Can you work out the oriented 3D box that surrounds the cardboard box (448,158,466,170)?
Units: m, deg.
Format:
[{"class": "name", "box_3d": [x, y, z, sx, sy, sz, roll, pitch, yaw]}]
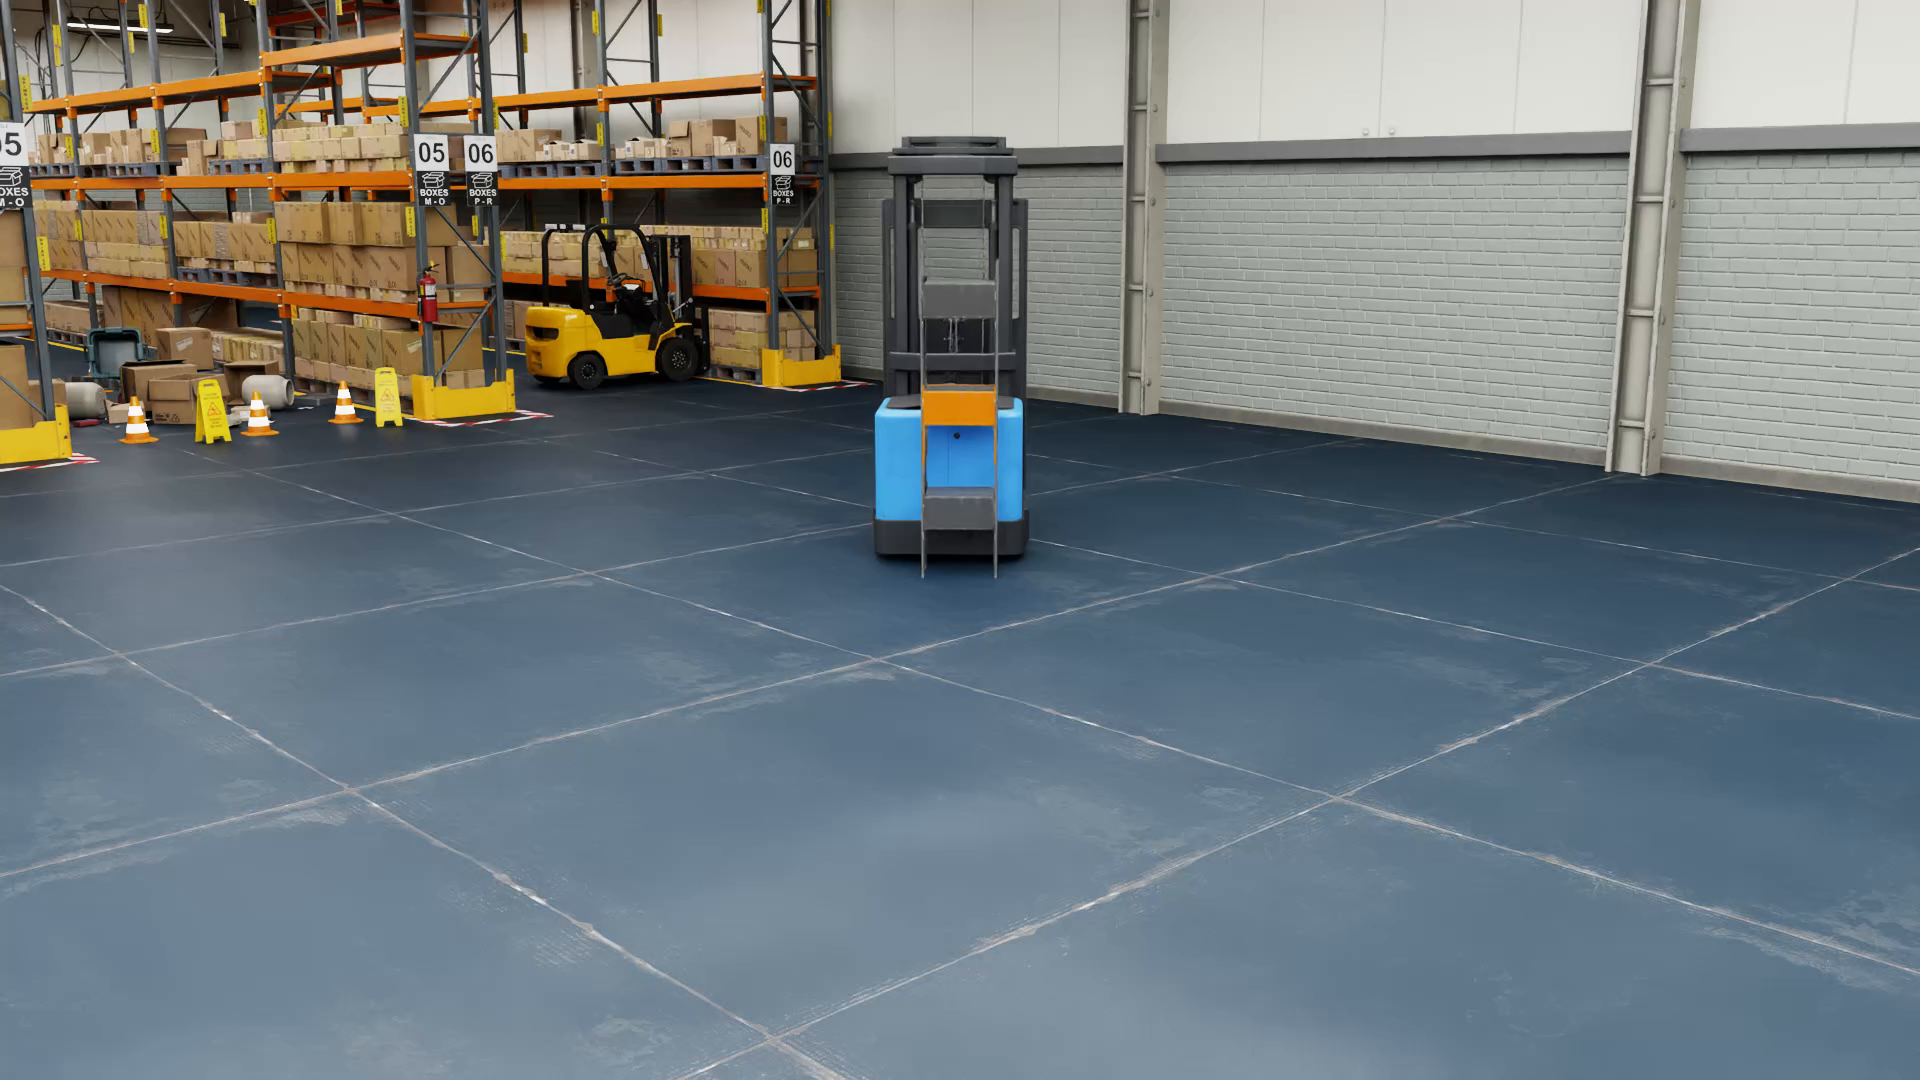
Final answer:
[{"class": "cardboard box", "box_3d": [-5.768, -4.378, 19.419, 0.380, 0.149, 0.250, -11, 16, -42]}]

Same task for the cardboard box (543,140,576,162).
[{"class": "cardboard box", "box_3d": [-6.155, -6.079, 25.981, 0.500, 0.311, 0.500, 11, 16, 43]}]

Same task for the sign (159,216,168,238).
[{"class": "sign", "box_3d": [-11.698, -4.596, 24.414, 0.100, 0.325, 0.005, -11, 16, -43]}]

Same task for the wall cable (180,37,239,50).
[{"class": "wall cable", "box_3d": [-16.208, -12.630, 37.633, 2.988, 3.039, 0.133, -11, 16, -43]}]

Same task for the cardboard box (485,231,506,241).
[{"class": "cardboard box", "box_3d": [-7.704, -5.078, 27.768, 0.380, 0.149, 0.250, -10, 15, -41]}]

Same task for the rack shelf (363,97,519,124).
[{"class": "rack shelf", "box_3d": [-9.093, -7.480, 29.193, 1.077, 0.370, 4.000, -11, 16, -43]}]

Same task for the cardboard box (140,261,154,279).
[{"class": "cardboard box", "box_3d": [-12.200, -4.143, 25.458, 0.500, 0.250, 0.500, -11, 16, -42]}]

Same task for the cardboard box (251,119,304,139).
[{"class": "cardboard box", "box_3d": [-9.029, -5.436, 22.019, 0.500, 0.250, 0.500, -10, 16, -41]}]

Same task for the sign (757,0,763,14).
[{"class": "sign", "box_3d": [-2.589, -6.992, 21.537, 0.100, 0.325, 0.005, -11, 16, -43]}]

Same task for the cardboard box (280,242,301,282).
[{"class": "cardboard box", "box_3d": [-8.434, -3.614, 21.535, 0.500, 0.500, 0.500, -11, 16, -43]}]

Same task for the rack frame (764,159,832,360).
[{"class": "rack frame", "box_3d": [-2.187, -3.631, 22.602, 1.000, 3.000, 0.127, -11, 16, -43]}]

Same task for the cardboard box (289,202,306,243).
[{"class": "cardboard box", "box_3d": [-8.053, -4.035, 21.099, 0.700, 0.500, 0.500, -11, 16, -42]}]

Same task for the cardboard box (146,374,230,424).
[{"class": "cardboard box", "box_3d": [-8.818, -1.620, 19.026, 0.637, 0.503, 0.797, 1, 12, 6]}]

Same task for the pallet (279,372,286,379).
[{"class": "pallet", "box_3d": [-9.075, -2.270, 22.907, 1.003, 0.211, 1.213, -11, 16, -43]}]

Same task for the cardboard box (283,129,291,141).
[{"class": "cardboard box", "box_3d": [-8.354, -5.134, 21.109, 0.380, 0.149, 0.250, -10, 15, -41]}]

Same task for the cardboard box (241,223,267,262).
[{"class": "cardboard box", "box_3d": [-9.365, -4.030, 22.515, 0.500, 0.500, 0.500, -11, 16, -42]}]

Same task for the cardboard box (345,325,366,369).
[{"class": "cardboard box", "box_3d": [-7.222, -2.396, 20.522, 0.500, 0.500, 0.500, 11, 16, 44]}]

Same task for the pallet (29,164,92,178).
[{"class": "pallet", "box_3d": [-15.457, -6.415, 28.899, 1.003, 0.211, 1.213, -11, 16, -43]}]

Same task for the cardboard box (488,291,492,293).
[{"class": "cardboard box", "box_3d": [-8.360, -4.337, 29.577, 0.250, 0.149, 0.380, 11, 16, 43]}]

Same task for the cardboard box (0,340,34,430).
[{"class": "cardboard box", "box_3d": [-9.801, -1.489, 16.430, 0.875, 0.875, 0.875, -11, 16, -42]}]

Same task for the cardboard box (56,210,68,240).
[{"class": "cardboard box", "box_3d": [-14.931, -5.334, 28.144, 0.500, 0.500, 0.500, -11, 16, -43]}]

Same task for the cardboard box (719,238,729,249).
[{"class": "cardboard box", "box_3d": [-3.125, -4.127, 23.152, 0.380, 0.149, 0.250, -11, 16, -43]}]

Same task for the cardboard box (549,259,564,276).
[{"class": "cardboard box", "box_3d": [-6.158, -4.328, 26.355, 0.500, 0.250, 0.500, -11, 16, -42]}]

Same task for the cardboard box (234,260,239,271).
[{"class": "cardboard box", "box_3d": [-9.786, -3.793, 22.969, 0.380, 0.149, 0.250, -11, 16, -43]}]

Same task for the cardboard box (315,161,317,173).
[{"class": "cardboard box", "box_3d": [-7.786, -4.640, 20.686, 0.250, 0.149, 0.380, 11, 16, 43]}]

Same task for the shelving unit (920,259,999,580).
[{"class": "shelving unit", "box_3d": [0.000, -0.806, 11.117, 0.503, 2.100, 0.431, 0, 12, 2]}]

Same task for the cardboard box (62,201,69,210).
[{"class": "cardboard box", "box_3d": [-14.961, -5.673, 28.179, 0.380, 0.149, 0.250, -11, 16, -43]}]

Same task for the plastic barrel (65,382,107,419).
[{"class": "plastic barrel", "box_3d": [-10.154, -1.604, 19.150, 0.512, 0.421, 0.421, -1, 12, -4]}]

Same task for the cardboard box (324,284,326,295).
[{"class": "cardboard box", "box_3d": [-7.781, -3.169, 20.983, 0.380, 0.149, 0.250, -11, 16, -43]}]

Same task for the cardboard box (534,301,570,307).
[{"class": "cardboard box", "box_3d": [-6.368, -3.556, 27.081, 0.625, 0.625, 0.875, 11, 16, 43]}]

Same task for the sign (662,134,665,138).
[{"class": "sign", "box_3d": [-4.549, -6.053, 25.449, 0.100, 0.325, 0.005, -11, 16, -43]}]

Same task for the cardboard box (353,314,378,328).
[{"class": "cardboard box", "box_3d": [-7.170, -2.683, 20.310, 0.380, 0.149, 0.250, -10, 15, -40]}]

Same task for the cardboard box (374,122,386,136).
[{"class": "cardboard box", "box_3d": [-6.561, -4.761, 19.301, 0.380, 0.149, 0.250, -11, 16, -43]}]

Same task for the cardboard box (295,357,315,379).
[{"class": "cardboard box", "box_3d": [-8.324, -2.258, 21.710, 0.500, 0.250, 0.500, 11, 16, 43]}]

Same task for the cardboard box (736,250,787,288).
[{"class": "cardboard box", "box_3d": [-2.716, -3.715, 22.763, 0.500, 0.500, 0.500, -11, 16, -44]}]

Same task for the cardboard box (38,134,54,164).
[{"class": "cardboard box", "box_3d": [-15.540, -6.731, 28.681, 0.500, 0.500, 0.500, -11, 16, -42]}]

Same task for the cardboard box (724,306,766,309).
[{"class": "cardboard box", "box_3d": [-3.067, -3.223, 23.917, 0.500, 0.250, 0.500, -11, 16, -43]}]

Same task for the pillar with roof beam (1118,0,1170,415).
[{"class": "pillar with roof beam", "box_3d": [-0.986, -5.321, 15.937, 9.100, 9.000, 0.400, -11, 16, -43]}]

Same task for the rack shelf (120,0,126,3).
[{"class": "rack shelf", "box_3d": [-12.680, -8.612, 25.457, 1.077, 0.370, 4.000, -11, 16, -43]}]

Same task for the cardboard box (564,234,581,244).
[{"class": "cardboard box", "box_3d": [-5.945, -4.698, 25.928, 0.250, 0.149, 0.380, 11, 16, 43]}]

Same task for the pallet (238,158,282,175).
[{"class": "pallet", "box_3d": [-8.886, -5.005, 22.301, 1.213, 0.211, 1.003, -11, 16, -43]}]

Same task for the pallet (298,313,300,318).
[{"class": "pallet", "box_3d": [-12.632, -4.473, 33.599, 1.003, 0.211, 1.213, -11, 16, -43]}]

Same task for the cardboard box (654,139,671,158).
[{"class": "cardboard box", "box_3d": [-4.144, -5.614, 23.837, 0.258, 0.266, 0.396, 11, 16, 44]}]

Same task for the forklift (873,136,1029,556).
[{"class": "forklift", "box_3d": [-0.029, -1.569, 12.761, 1.130, 2.935, 3.031, 0, 12, 2]}]

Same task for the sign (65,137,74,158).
[{"class": "sign", "box_3d": [-14.461, -6.374, 27.003, 0.100, 0.325, 0.005, -11, 16, -43]}]

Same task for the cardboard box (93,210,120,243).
[{"class": "cardboard box", "box_3d": [-13.594, -5.054, 26.784, 0.500, 0.500, 0.500, -11, 16, -43]}]

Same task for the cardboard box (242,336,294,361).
[{"class": "cardboard box", "box_3d": [-9.399, -2.622, 23.175, 0.950, 0.372, 0.625, -10, 15, -39]}]

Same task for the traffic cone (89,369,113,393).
[{"class": "traffic cone", "box_3d": [-11.329, -2.169, 21.792, 0.336, 0.463, 0.334, -11, 16, -43]}]

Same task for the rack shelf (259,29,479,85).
[{"class": "rack shelf", "box_3d": [-7.155, -5.815, 20.126, 1.077, 0.370, 4.000, -11, 16, -43]}]

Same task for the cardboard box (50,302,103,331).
[{"class": "cardboard box", "box_3d": [-15.657, -4.010, 29.749, 0.875, 0.438, 0.875, -10, 16, -41]}]

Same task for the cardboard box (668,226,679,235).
[{"class": "cardboard box", "box_3d": [-3.996, -4.462, 24.044, 0.380, 0.149, 0.250, -11, 16, -43]}]

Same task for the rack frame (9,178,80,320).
[{"class": "rack frame", "box_3d": [-16.823, -5.274, 30.576, 1.000, 3.000, 0.127, -11, 16, -43]}]
